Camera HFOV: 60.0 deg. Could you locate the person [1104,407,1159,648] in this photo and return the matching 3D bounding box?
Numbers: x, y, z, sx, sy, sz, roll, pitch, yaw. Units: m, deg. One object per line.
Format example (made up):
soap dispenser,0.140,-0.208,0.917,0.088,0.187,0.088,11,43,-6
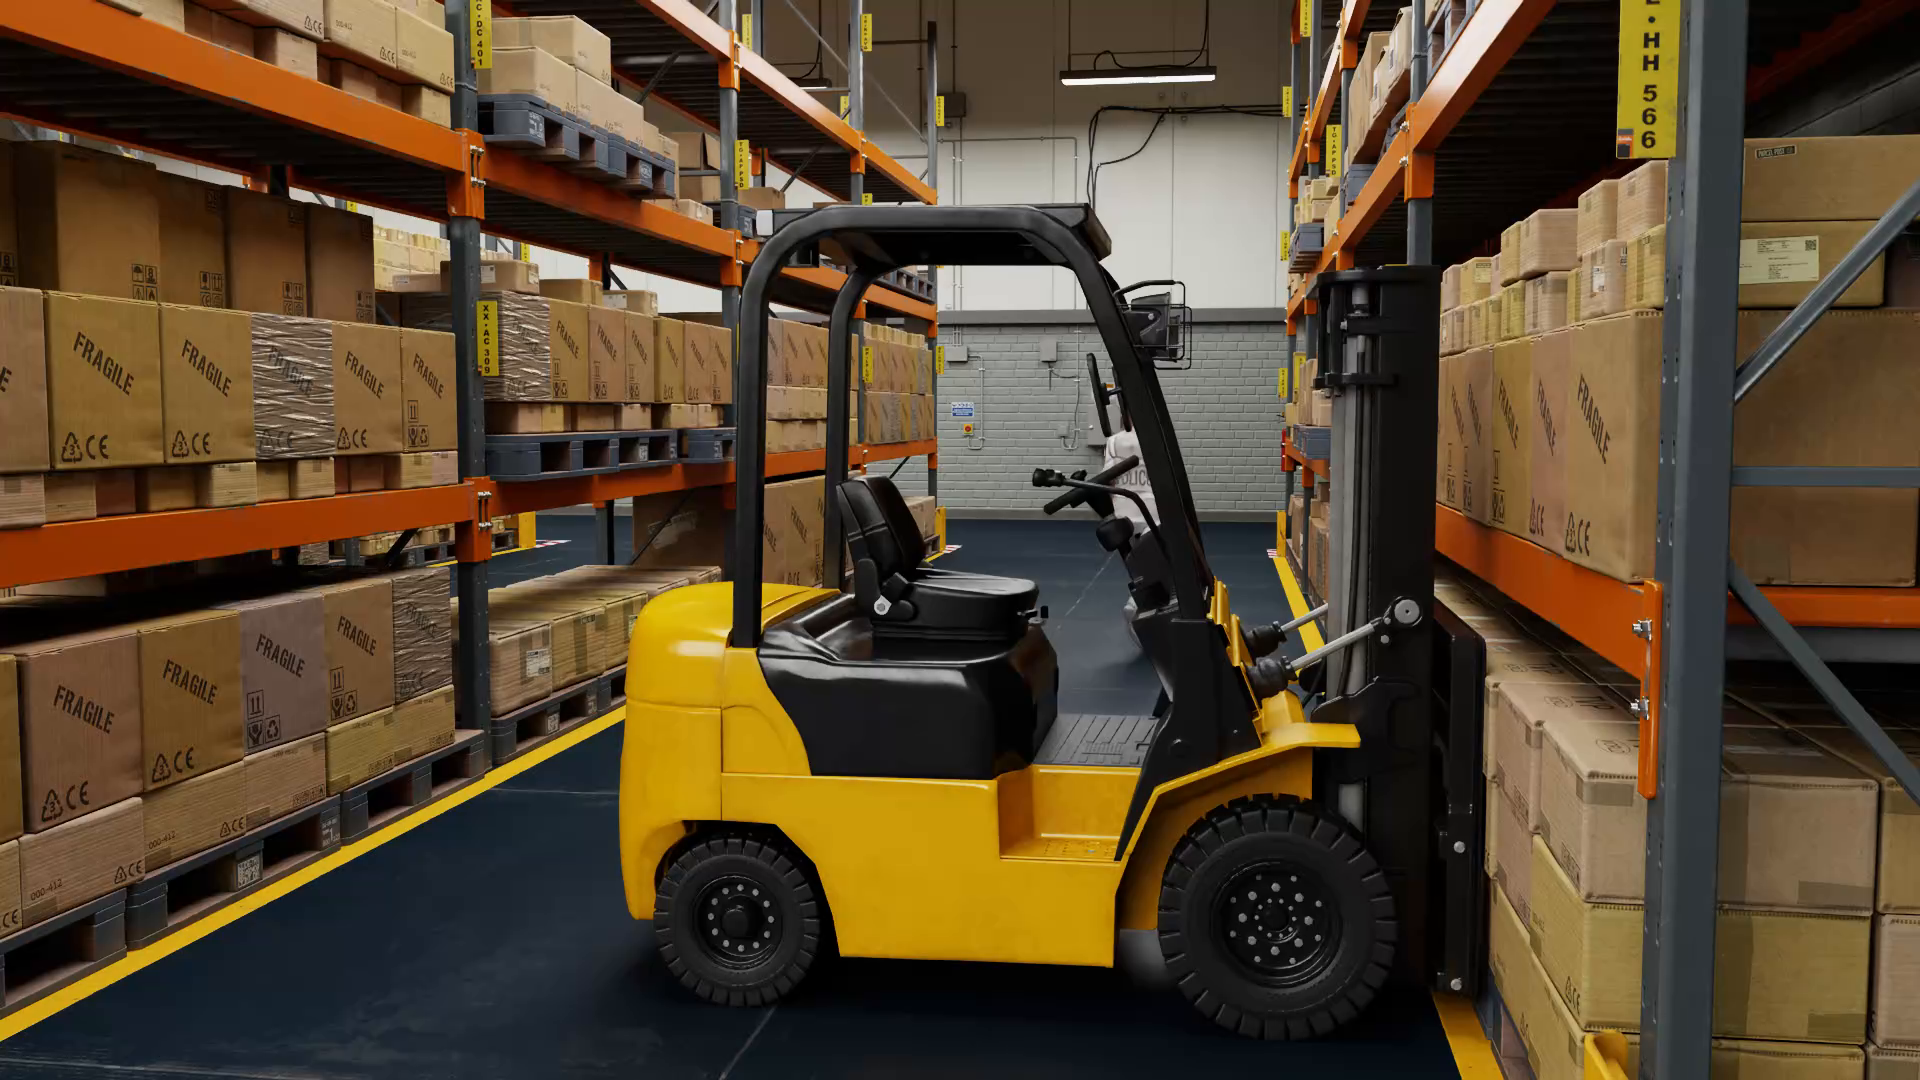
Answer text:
person,1.230,-0.143,11.106,0.545,1.740,0.771,4,6,39
